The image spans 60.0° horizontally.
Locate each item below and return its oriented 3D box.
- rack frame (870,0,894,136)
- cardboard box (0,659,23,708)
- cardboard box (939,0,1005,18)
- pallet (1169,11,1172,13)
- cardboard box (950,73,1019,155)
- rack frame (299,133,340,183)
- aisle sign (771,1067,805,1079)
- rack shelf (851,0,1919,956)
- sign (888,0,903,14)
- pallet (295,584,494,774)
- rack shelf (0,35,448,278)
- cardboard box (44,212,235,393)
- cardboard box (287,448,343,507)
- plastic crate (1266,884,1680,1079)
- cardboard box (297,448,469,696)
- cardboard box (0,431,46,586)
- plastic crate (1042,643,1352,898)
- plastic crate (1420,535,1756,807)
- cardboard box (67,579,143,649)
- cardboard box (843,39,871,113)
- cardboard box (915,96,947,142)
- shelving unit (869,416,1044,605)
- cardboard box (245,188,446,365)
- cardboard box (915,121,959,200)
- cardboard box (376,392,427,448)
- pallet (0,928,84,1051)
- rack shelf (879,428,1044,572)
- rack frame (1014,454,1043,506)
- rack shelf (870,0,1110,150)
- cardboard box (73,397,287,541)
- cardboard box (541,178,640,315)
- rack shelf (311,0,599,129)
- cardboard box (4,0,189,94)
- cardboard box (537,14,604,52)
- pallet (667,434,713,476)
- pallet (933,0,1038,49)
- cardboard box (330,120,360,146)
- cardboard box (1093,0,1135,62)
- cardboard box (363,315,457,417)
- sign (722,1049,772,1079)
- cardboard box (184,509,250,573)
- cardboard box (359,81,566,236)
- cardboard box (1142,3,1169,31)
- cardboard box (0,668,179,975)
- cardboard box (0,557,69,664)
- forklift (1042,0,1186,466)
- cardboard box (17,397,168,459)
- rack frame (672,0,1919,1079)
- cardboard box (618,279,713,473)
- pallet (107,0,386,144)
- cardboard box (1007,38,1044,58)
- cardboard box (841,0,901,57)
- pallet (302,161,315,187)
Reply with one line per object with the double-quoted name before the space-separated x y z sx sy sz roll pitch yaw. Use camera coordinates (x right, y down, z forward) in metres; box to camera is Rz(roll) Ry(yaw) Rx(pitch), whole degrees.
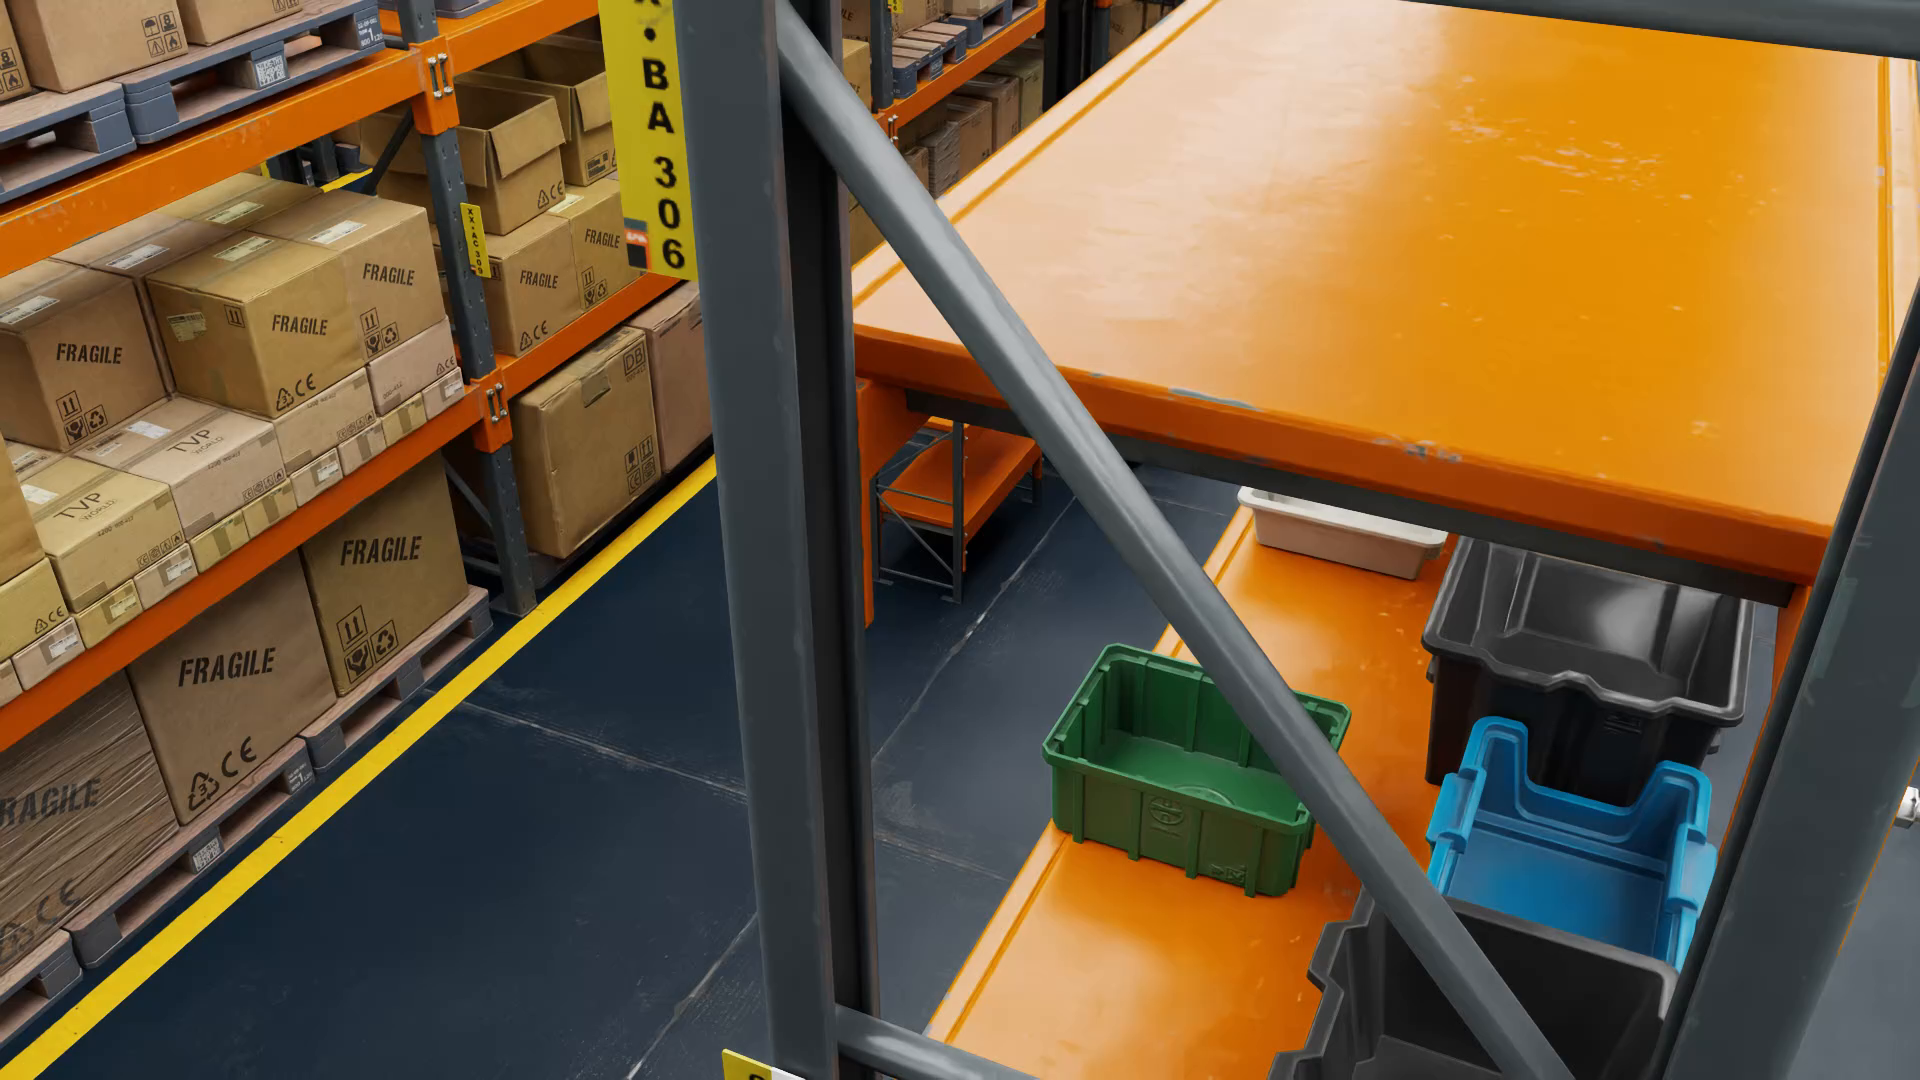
"rack frame" -0.900 -3.002 10.592 1.000 3.000 0.127 14 36 20
"cardboard box" -3.370 0.474 5.520 0.380 0.149 0.250 13 36 20
"cardboard box" 0.011 -3.897 11.711 0.500 0.250 0.500 13 35 19
"pallet" 2.044 -5.386 16.771 1.003 0.211 1.213 14 36 20
"cardboard box" 0.047 -3.320 12.956 0.700 0.500 0.500 11 35 16
"rack frame" -5.362 -4.190 12.404 1.000 3.000 0.127 14 36 20
"aisle sign" -0.044 1.000 2.118 0.394 0.787 0.004 14 36 20
"rack shelf" 1.089 -0.918 2.964 1.077 0.370 4.000 14 36 20
"sign" -0.394 -3.360 10.083 0.100 0.325 0.005 14 36 20
"pallet" -2.962 0.517 7.769 1.003 0.211 1.213 14 36 20
"rack shelf" -3.410 -0.967 5.410 1.077 0.370 4.000 14 36 20
"cardboard box" -3.219 -0.961 6.662 0.500 0.500 0.500 14 36 20
"cardboard box" -2.726 -0.293 6.691 0.380 0.149 0.250 15 36 21
"plastic crate" 0.666 0.791 2.191 0.497 0.269 0.590 14 36 20
"cardboard box" -2.922 0.014 7.548 0.875 0.875 0.875 14 36 20
"cardboard box" -3.380 -0.078 5.315 0.500 0.500 0.500 13 35 19
"plastic crate" 0.405 0.396 2.868 0.450 0.188 0.336 14 36 20
"plastic crate" 1.141 0.193 3.042 0.504 0.338 0.767 14 36 20
"cardboard box" -3.156 0.220 5.908 0.380 0.149 0.250 13 36 19
"cardboard box" -0.881 -2.741 10.103 0.500 0.500 0.500 15 36 22
"cardboard box" -0.434 -3.061 11.877 0.500 0.250 0.500 18 37 26
"shelving unit" -0.003 -0.467 8.436 0.538 1.125 1.048 14 36 20
"cardboard box" -2.523 -1.095 6.865 0.500 0.500 0.500 15 36 22
"cardboard box" -0.417 -2.758 12.099 0.700 0.500 0.500 11 35 17
"cardboard box" -2.511 -0.549 7.081 0.380 0.149 0.250 15 36 21
"pallet" -3.983 1.733 5.915 1.003 0.211 1.213 14 36 20
"rack shelf" -0.003 -0.263 8.571 0.538 0.278 1.000 14 36 20
"rack frame" 0.210 -0.720 8.823 0.500 1.125 0.032 14 36 20
"rack shelf" -0.063 -3.697 12.309 1.077 0.370 4.000 14 36 20
"cardboard box" -2.947 -0.279 6.305 0.500 0.250 0.500 15 36 21
"cardboard box" -1.944 -1.474 8.171 0.500 0.500 0.500 14 36 21
"rack shelf" -1.736 -2.959 8.448 1.077 0.370 4.000 14 36 20
"cardboard box" -3.075 -1.853 5.539 0.700 0.500 0.500 16 37 23
"cardboard box" -1.770 -2.443 8.734 0.797 0.503 0.637 15 36 22
"pallet" -1.810 -0.855 9.861 1.003 0.211 1.213 14 36 20
"pallet" -0.109 -3.917 12.163 1.003 0.211 1.213 14 36 20
"cardboard box" -5.026 -3.707 13.337 1.050 0.750 0.750 14 36 20
"cardboard box" 1.210 -4.601 14.928 0.500 0.500 0.500 27 42 35
"cardboard box" -2.519 -0.791 7.086 0.500 0.250 0.500 14 36 20
"sign" -0.254 0.790 2.169 0.100 0.325 0.005 14 36 20
"cardboard box" -2.940 -0.037 6.301 0.380 0.149 0.250 14 36 20
"cardboard box" -2.313 -1.791 7.740 0.797 0.503 0.637 13 36 19
"cardboard box" 1.673 -5.196 15.836 0.500 0.500 0.500 18 37 25
"cardboard box" -3.671 0.905 6.189 0.875 0.875 0.875 14 36 20
"cardboard box" -3.376 0.234 5.523 0.500 0.250 0.500 13 35 19
"forklift" 1.156 -2.394 9.728 1.130 2.935 3.031 17 37 23
"cardboard box" -3.432 -0.391 6.477 0.500 0.250 0.500 15 36 22
"rack frame" 0.249 -0.391 1.139 0.949 2.616 0.053 14 36 20
"cardboard box" -1.950 -1.065 9.194 1.225 0.875 0.875 13 35 19
"pallet" -2.925 -1.822 6.138 1.003 0.211 1.213 14 36 20
"cardboard box" 0.497 -3.832 13.736 0.700 0.500 0.500 11 35 17
"cardboard box" -0.710 -3.497 10.874 0.500 0.500 0.500 10 35 15
"pallet" -5.691 -2.635 12.576 1.003 0.211 1.213 14 36 20
